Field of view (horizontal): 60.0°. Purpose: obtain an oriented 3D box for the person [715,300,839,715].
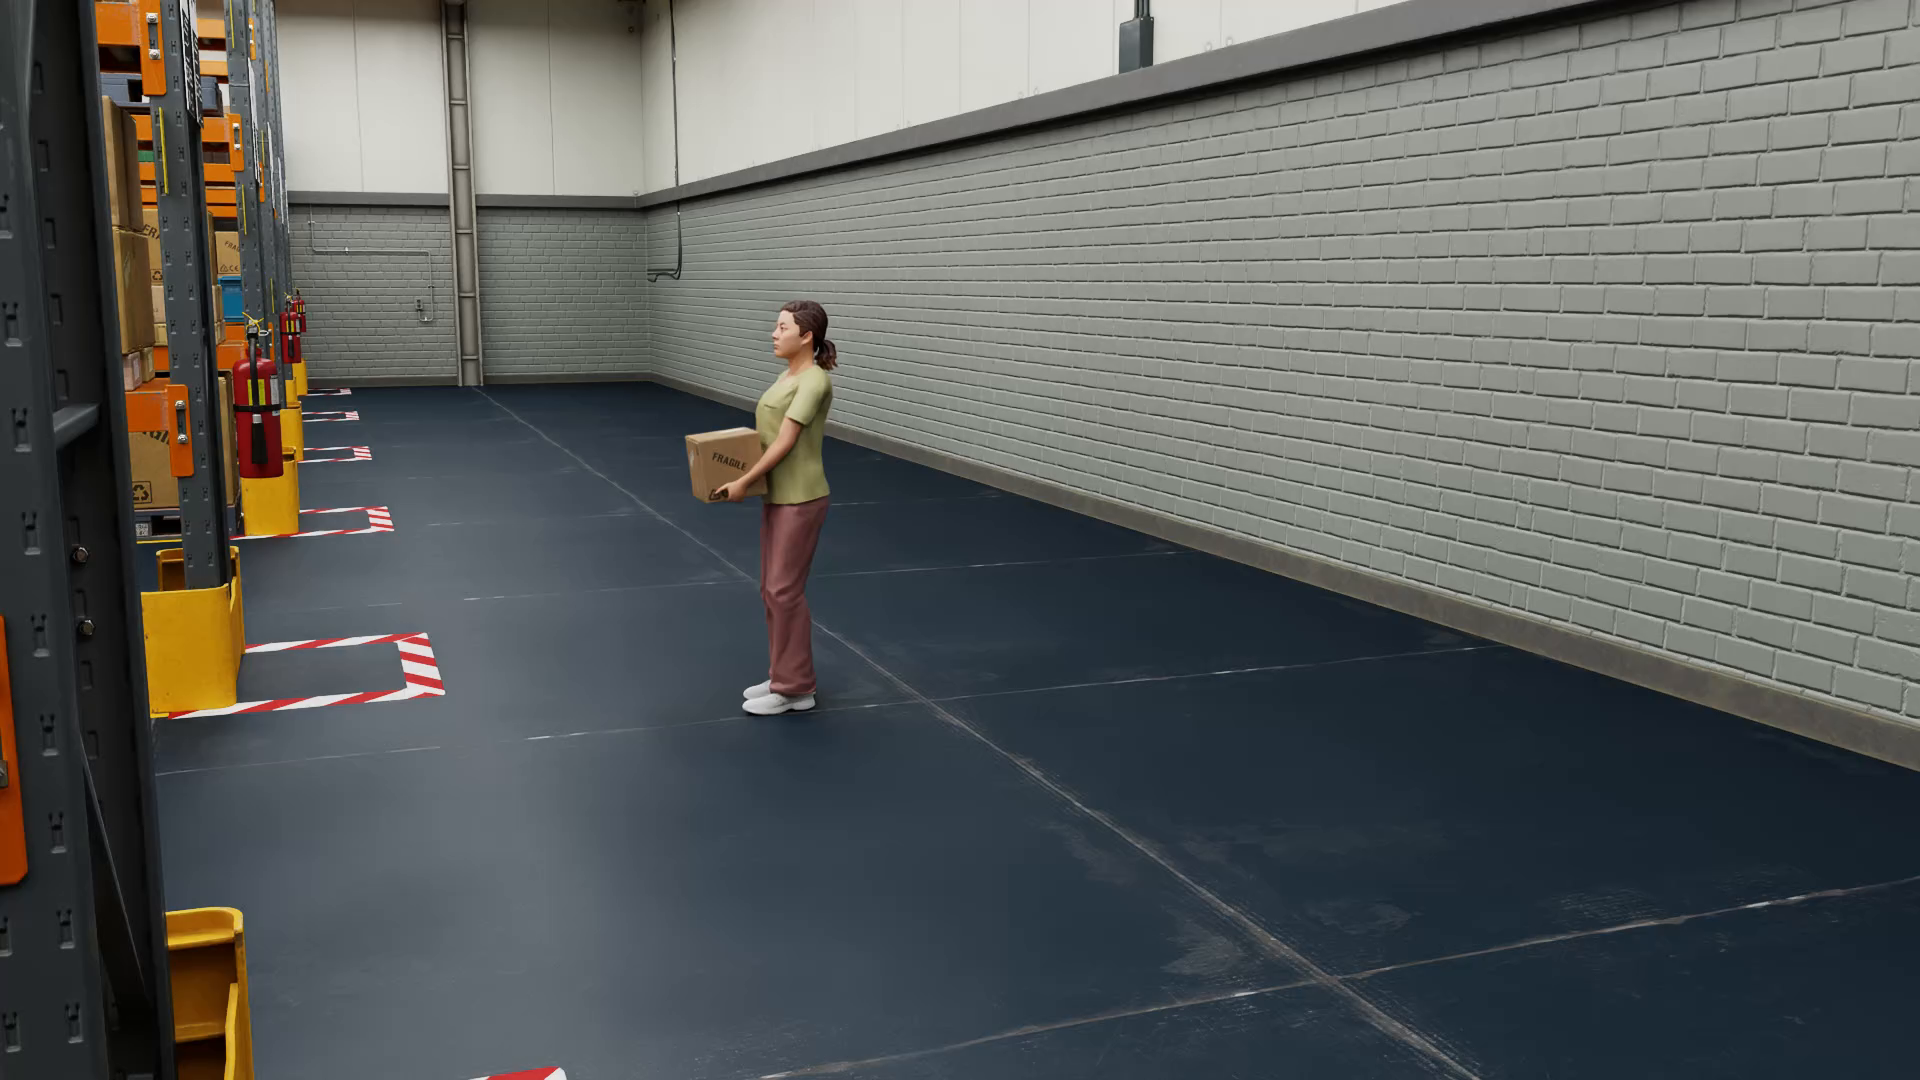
[{"bbox_3d":[-0.751,-0.110,6.757,0.551,1.619,0.424,-3,10,-20],"label":"person"}]
